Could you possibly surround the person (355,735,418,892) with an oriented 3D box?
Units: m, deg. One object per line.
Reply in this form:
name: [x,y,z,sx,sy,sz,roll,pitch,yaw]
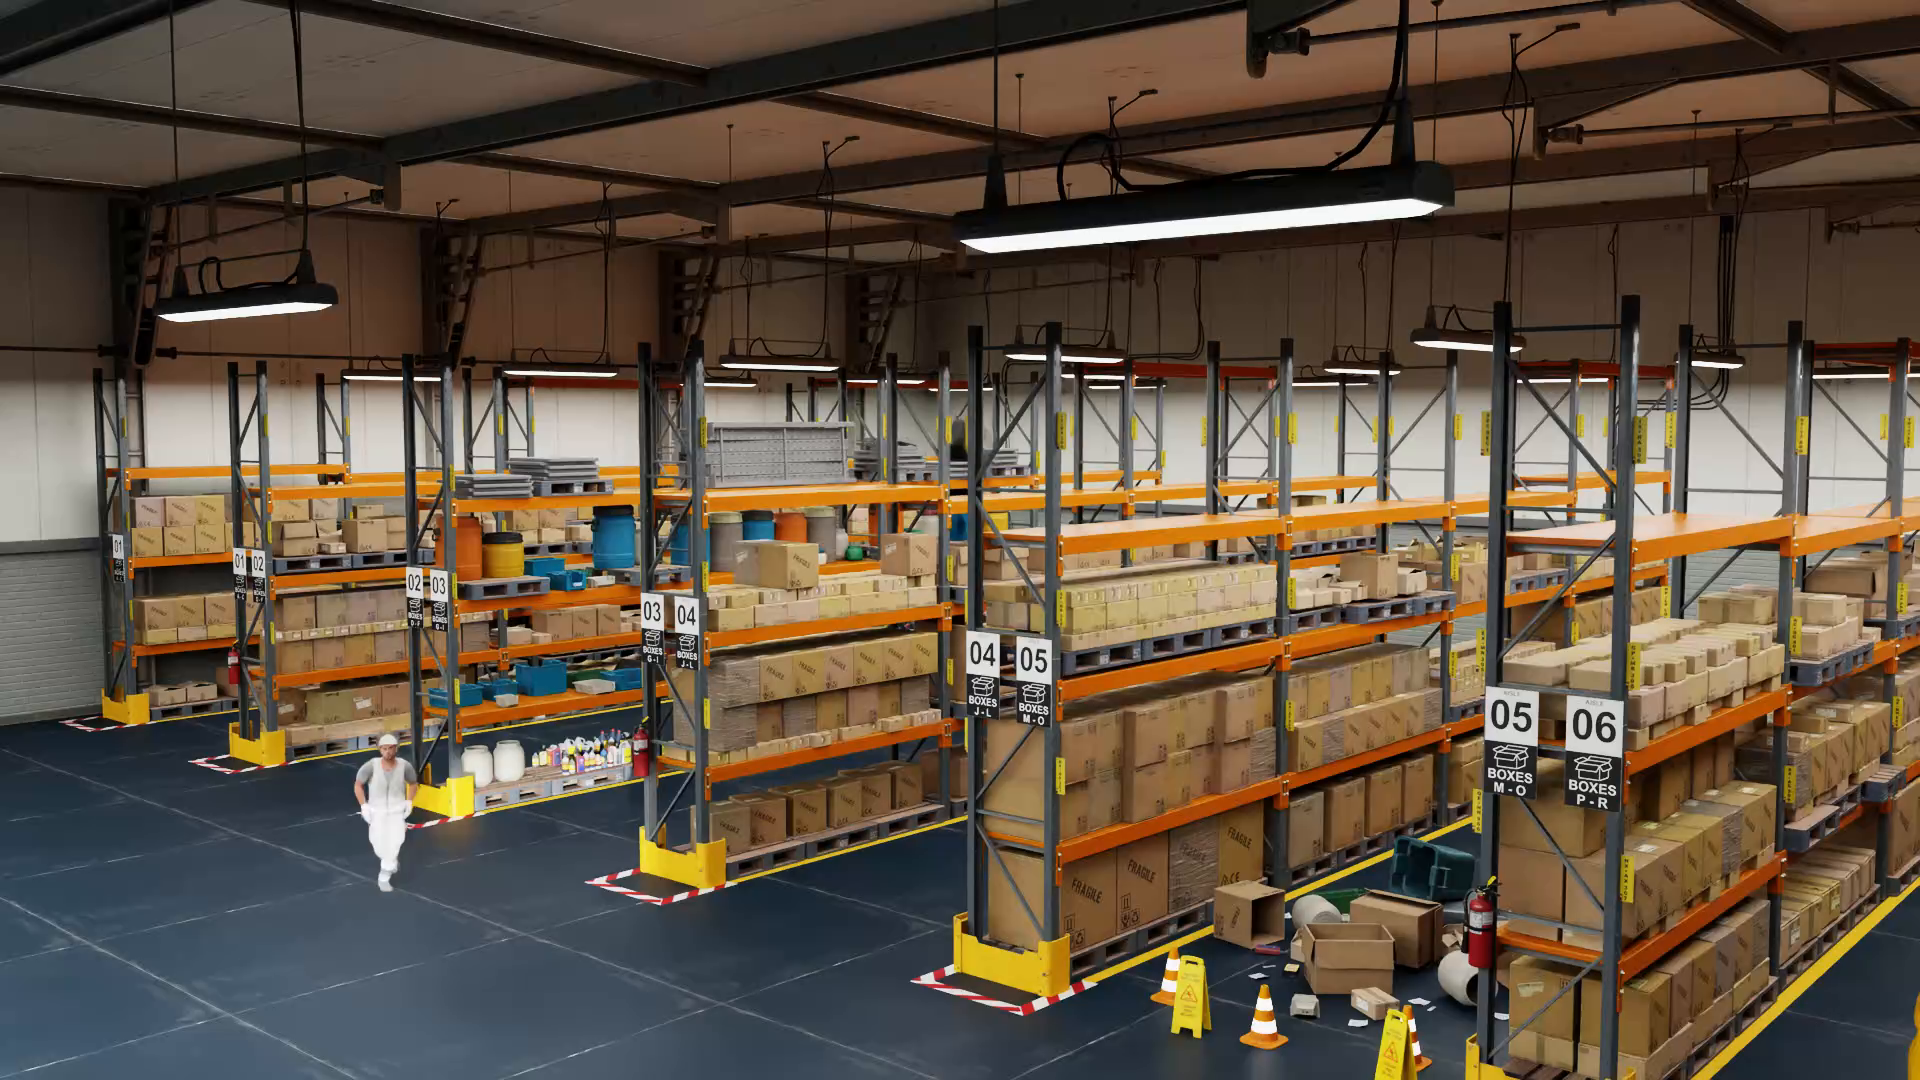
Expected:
person: [-6.289,2.968,18.255,0.660,1.727,0.592,-1,4,-19]
